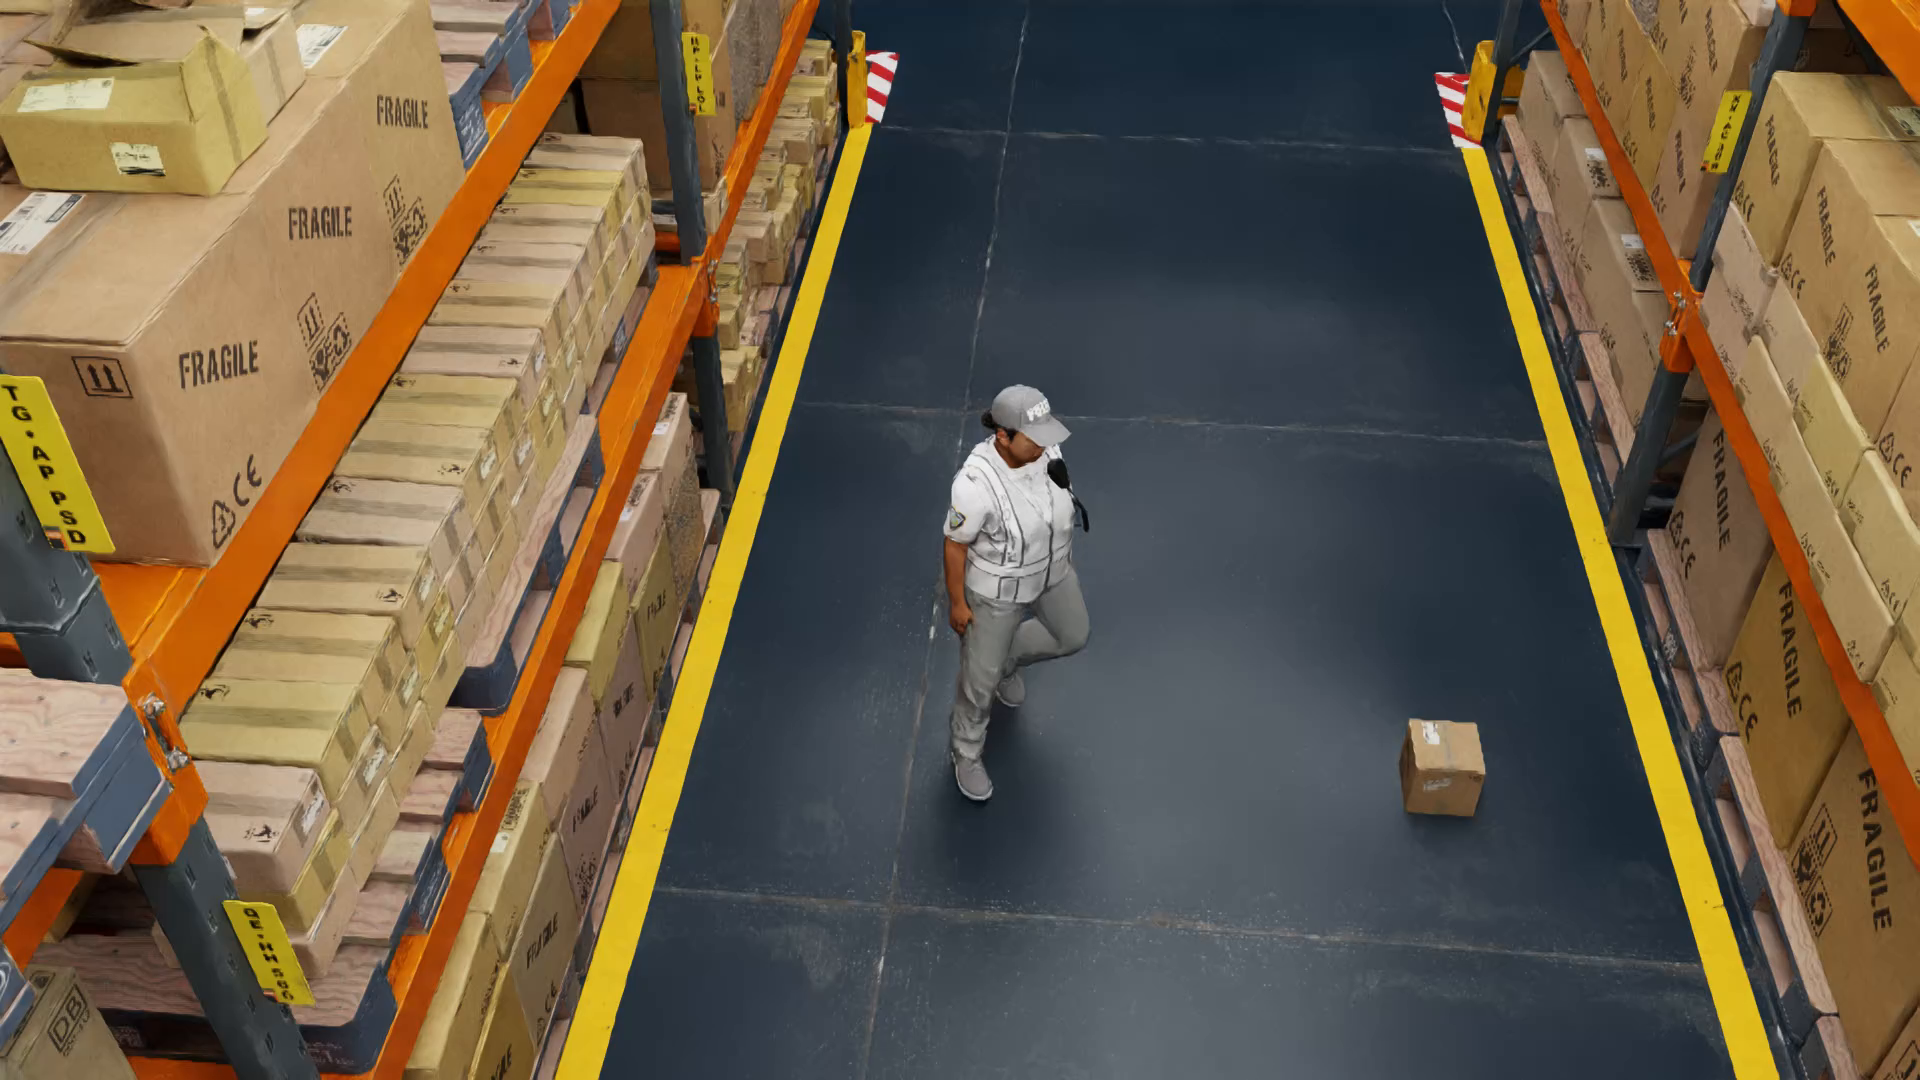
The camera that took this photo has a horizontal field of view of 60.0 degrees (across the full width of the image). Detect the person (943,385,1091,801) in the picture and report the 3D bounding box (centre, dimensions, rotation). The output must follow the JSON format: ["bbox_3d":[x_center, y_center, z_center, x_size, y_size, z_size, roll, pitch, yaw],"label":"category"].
[{"bbox_3d":[0.138,0.129,5.977,0.610,1.661,0.477,-31,49,-31],"label":"person"}]
